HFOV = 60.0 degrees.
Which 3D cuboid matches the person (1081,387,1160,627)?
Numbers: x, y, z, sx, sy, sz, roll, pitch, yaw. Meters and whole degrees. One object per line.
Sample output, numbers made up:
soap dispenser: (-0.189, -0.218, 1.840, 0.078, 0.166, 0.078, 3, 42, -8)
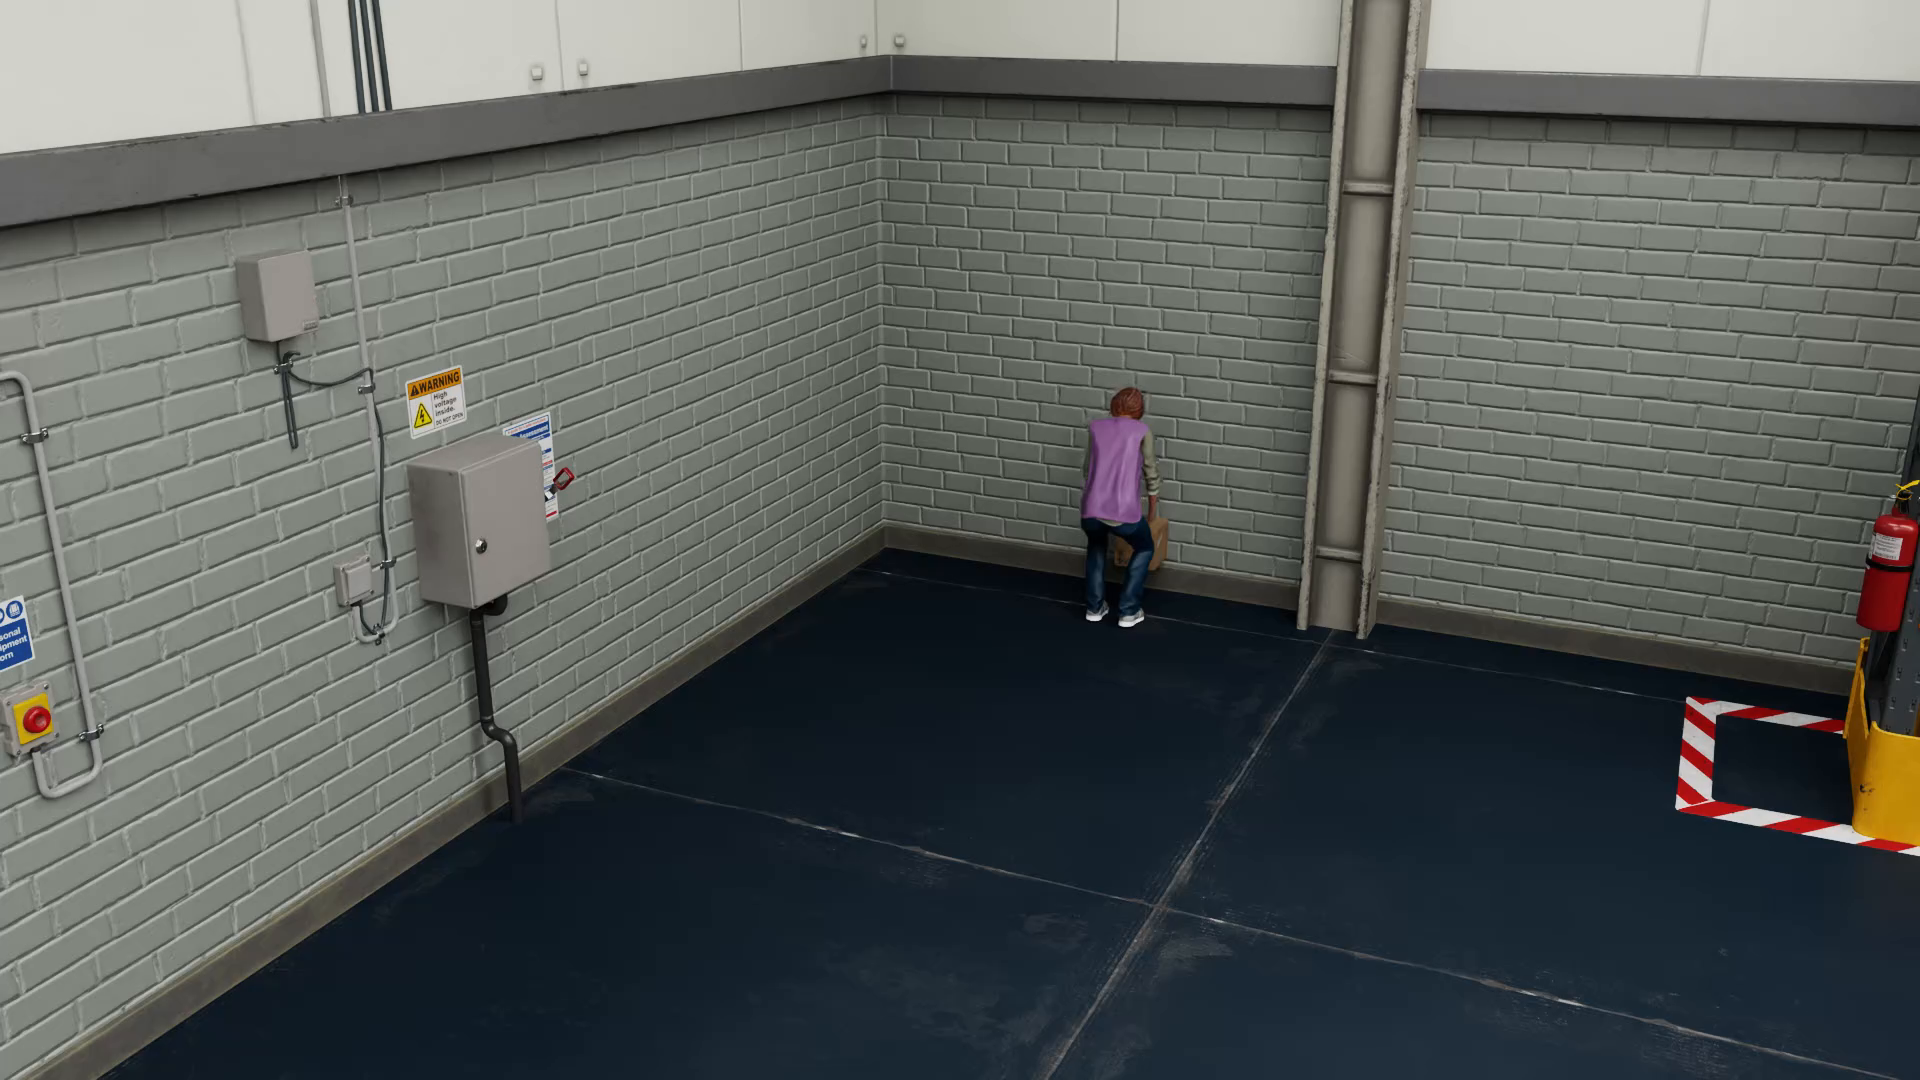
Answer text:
person: (0.883, -0.170, 9.511, 0.462, 1.311, 0.639, 9, 21, 23)
